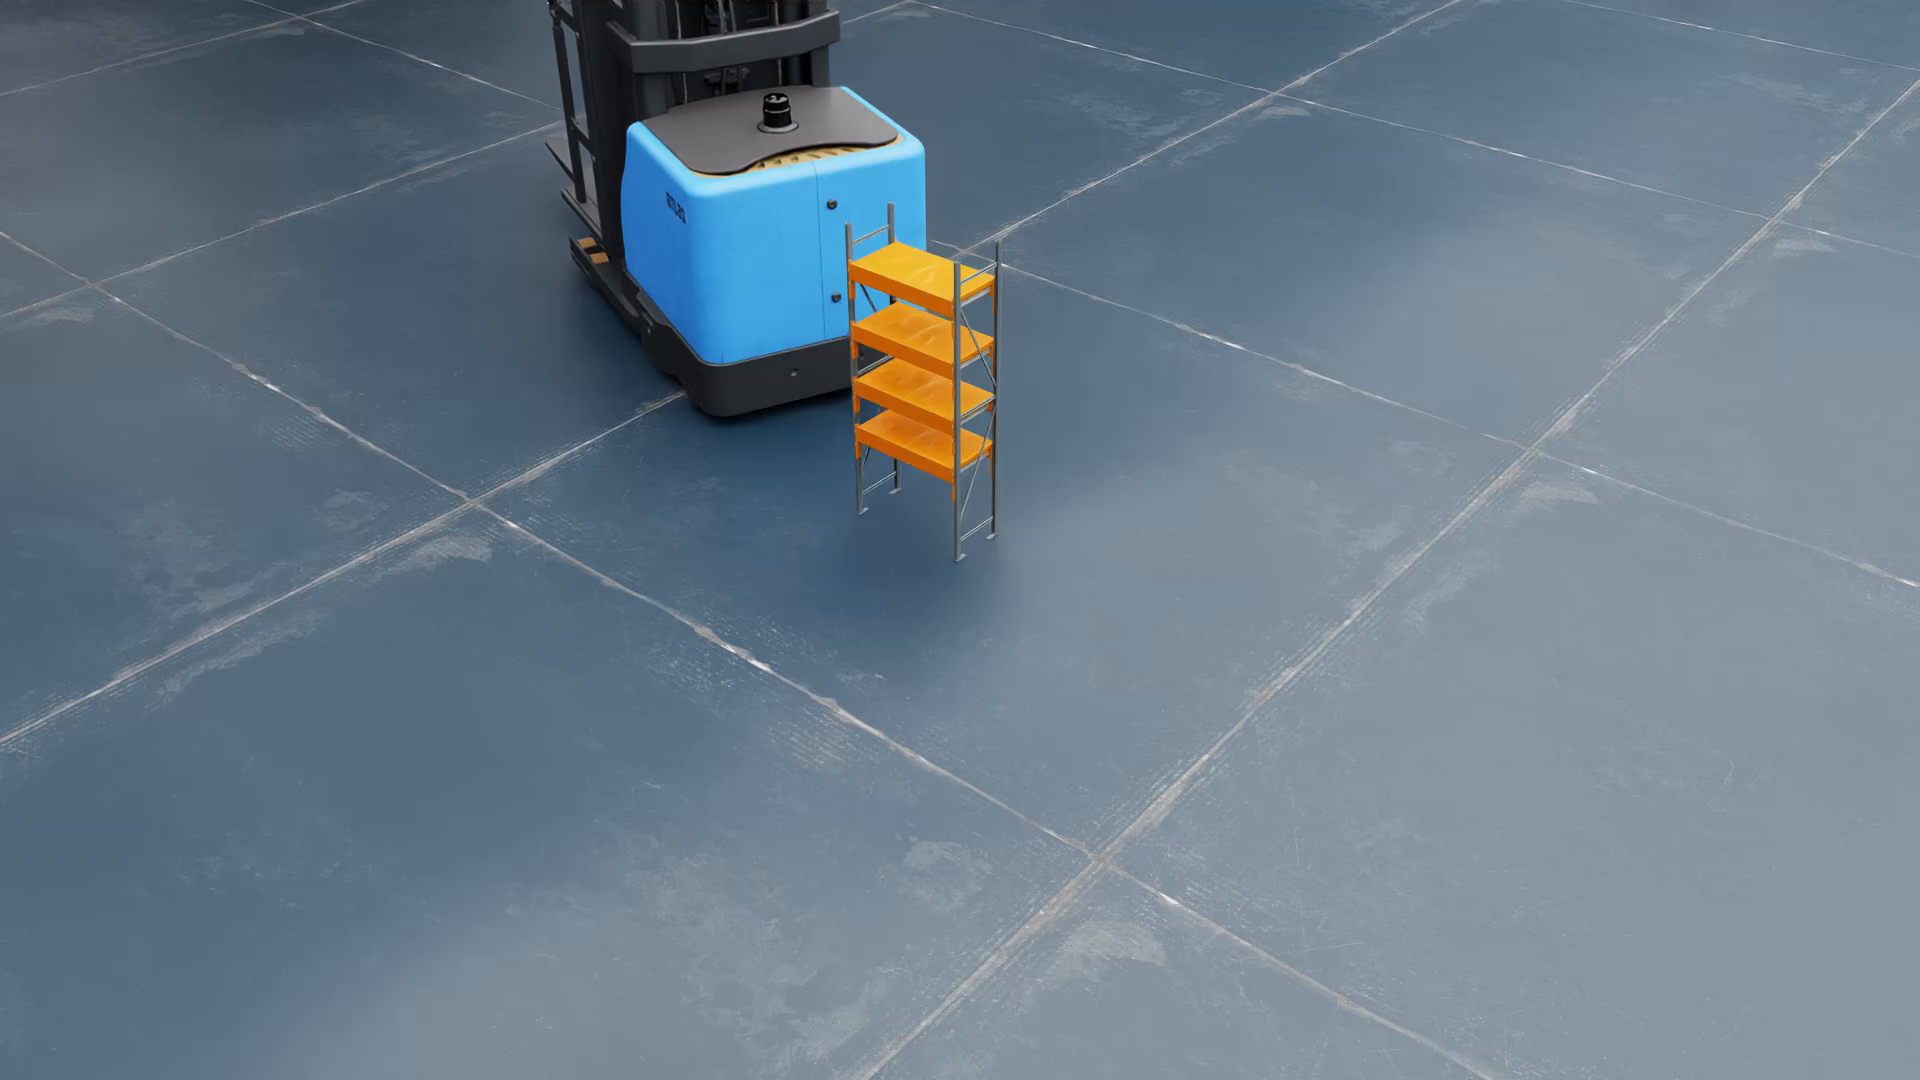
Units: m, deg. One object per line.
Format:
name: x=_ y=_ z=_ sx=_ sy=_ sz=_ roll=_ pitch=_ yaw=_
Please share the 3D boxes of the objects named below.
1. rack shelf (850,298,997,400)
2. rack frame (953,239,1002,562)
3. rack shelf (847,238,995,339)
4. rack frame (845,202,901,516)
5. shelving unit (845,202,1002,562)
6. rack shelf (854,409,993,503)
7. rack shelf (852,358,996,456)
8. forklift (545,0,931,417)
rack shelf: x=-0.127 y=-0.683 z=5.909 sx=0.480 sy=0.148 sz=0.258 roll=25 pitch=42 yaw=32
rack frame: x=0.060 y=-0.466 z=5.869 sx=0.015 sy=1.200 sz=0.240 roll=25 pitch=42 yaw=32
rack shelf: x=-0.127 y=-0.878 z=5.775 sx=0.480 sy=0.148 sz=0.258 roll=25 pitch=42 yaw=32
rack frame: x=-0.315 y=-0.643 z=6.126 sx=0.015 sy=1.200 sz=0.240 roll=25 pitch=42 yaw=32
shelving unit: x=-0.127 y=-0.555 z=5.998 sx=0.503 sy=1.200 sz=0.258 roll=25 pitch=42 yaw=32
rack shelf: x=-0.127 y=-0.335 z=6.148 sx=0.480 sy=0.148 sz=0.258 roll=25 pitch=42 yaw=32
rack shelf: x=-0.127 y=-0.499 z=6.036 sx=0.480 sy=0.148 sz=0.258 roll=25 pitch=42 yaw=32
forklift: x=-1.254 y=-2.533 z=7.350 sx=1.130 sy=2.935 sz=3.031 roll=-16 pitch=38 yaw=-22
